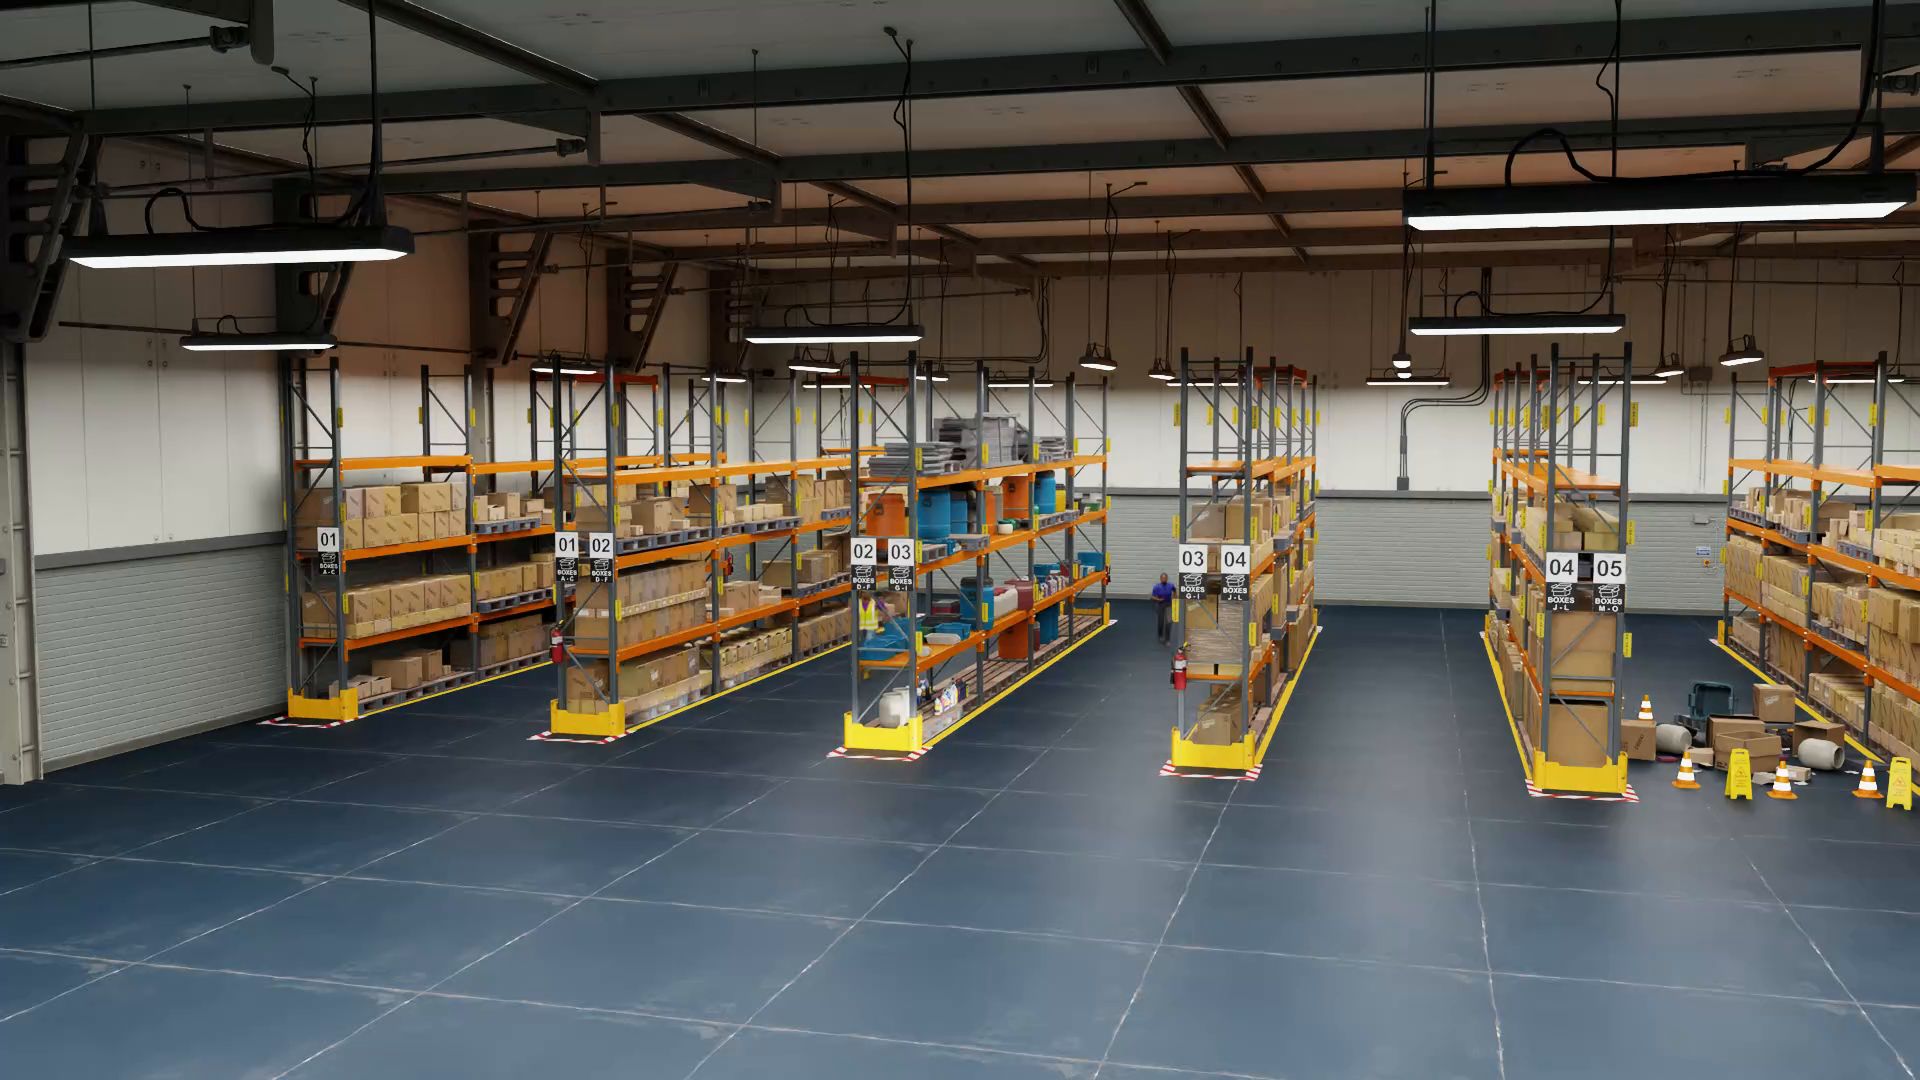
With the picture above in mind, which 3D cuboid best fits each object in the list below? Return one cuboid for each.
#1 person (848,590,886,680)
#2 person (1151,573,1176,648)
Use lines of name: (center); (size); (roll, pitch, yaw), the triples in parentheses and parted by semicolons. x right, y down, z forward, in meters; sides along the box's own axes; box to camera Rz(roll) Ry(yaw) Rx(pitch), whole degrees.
person: (-1.799, 1.760, 32.066); (0.666, 1.823, 0.870); (1, 4, 14)
person: (4.494, 1.514, 36.530); (0.582, 1.632, 0.953); (0, 4, 6)
